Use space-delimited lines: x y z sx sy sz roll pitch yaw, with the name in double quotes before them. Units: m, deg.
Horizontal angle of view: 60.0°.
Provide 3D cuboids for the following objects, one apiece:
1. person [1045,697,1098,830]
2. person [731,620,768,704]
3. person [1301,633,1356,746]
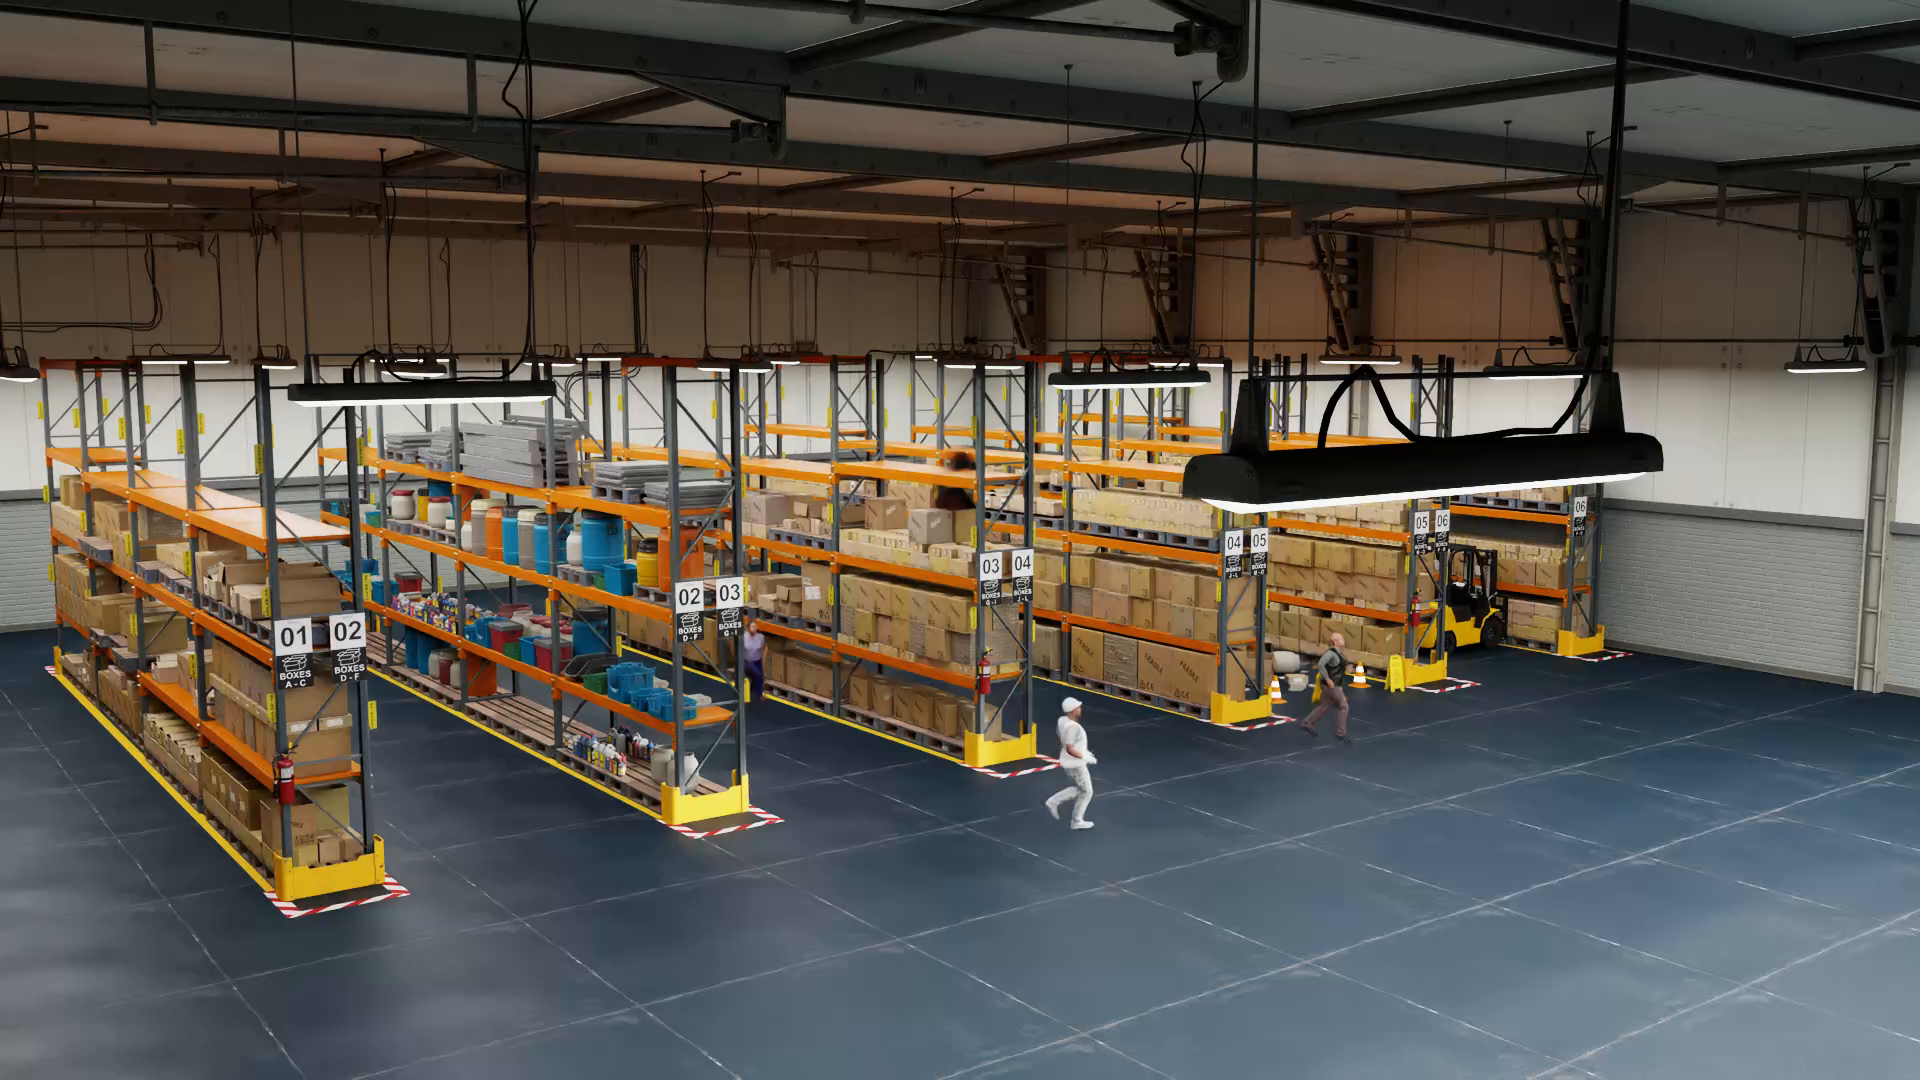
"person" 1.431 2.892 21.529 0.625 1.733 0.682 -1 7 -7
"person" -3.543 2.095 28.186 0.630 1.515 0.931 -5 8 -34
"person" 5.816 2.330 26.243 0.834 1.768 0.637 2 7 14
